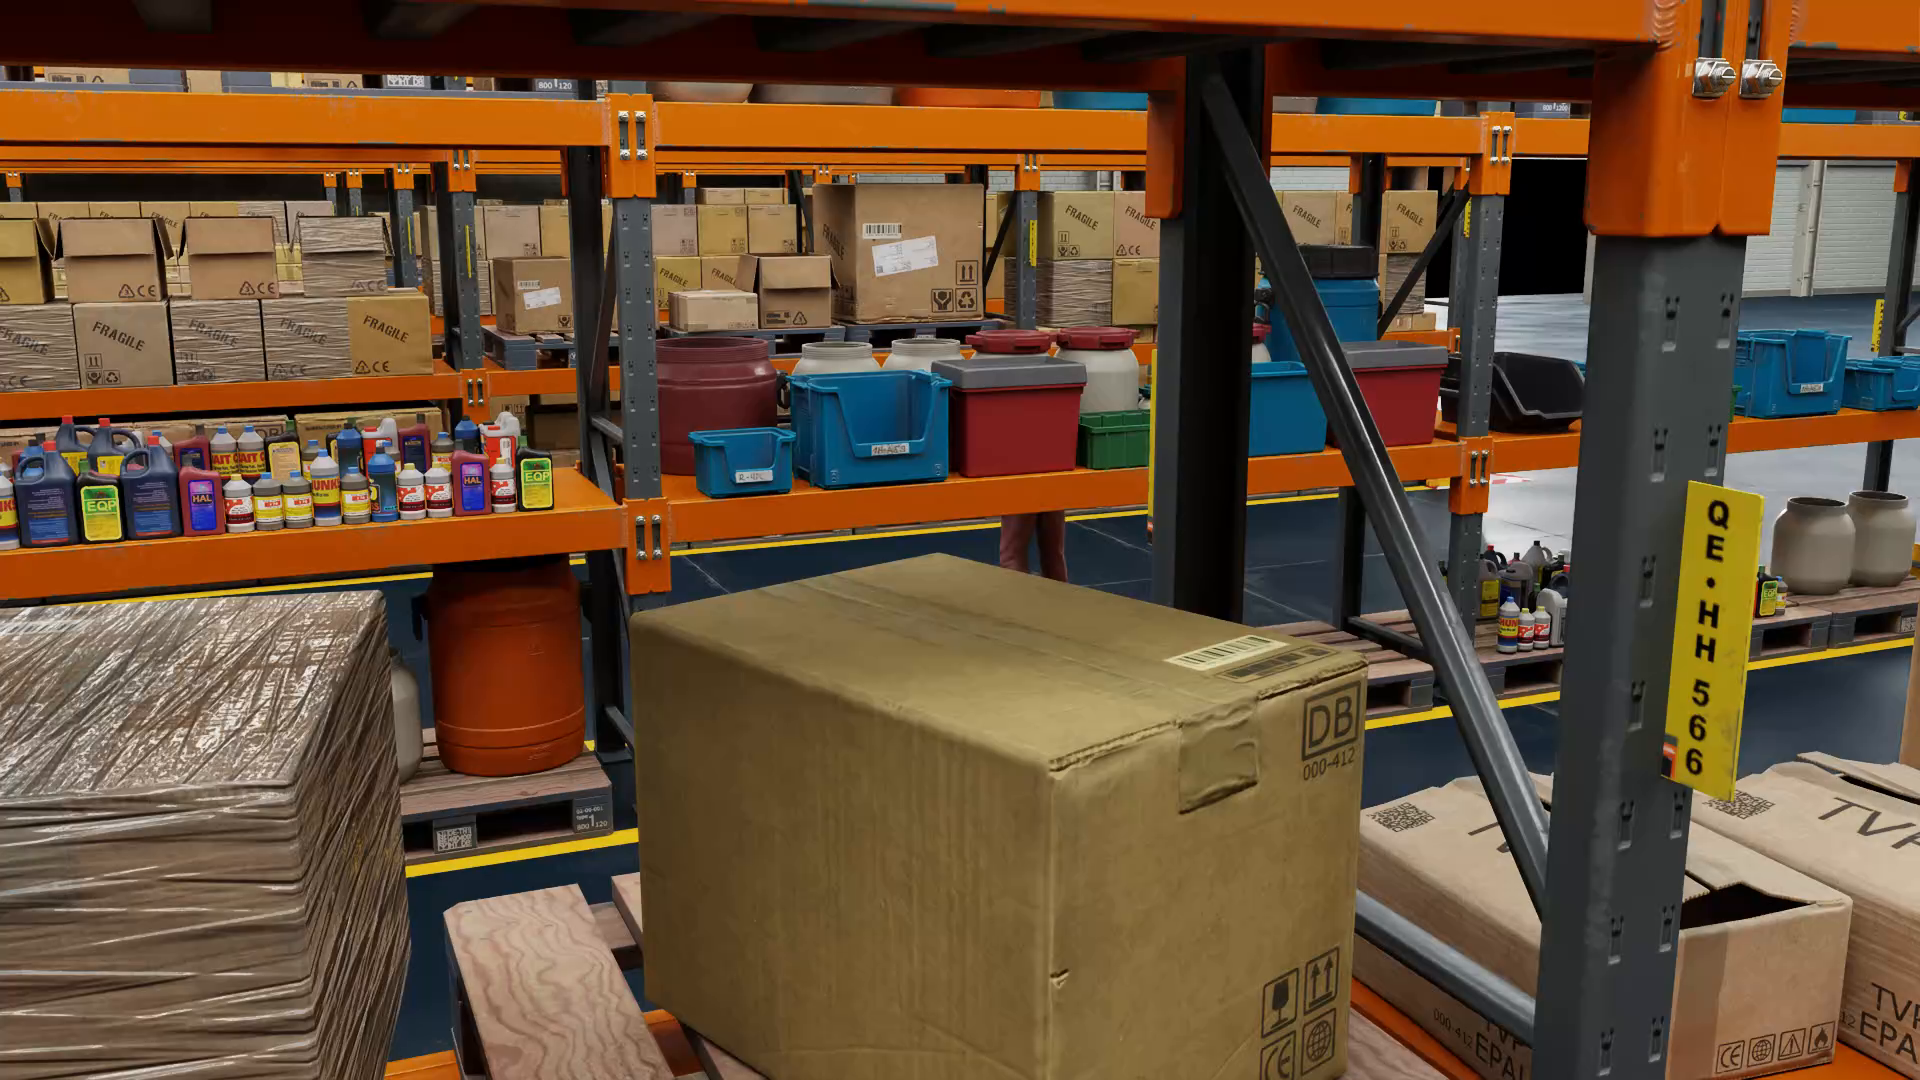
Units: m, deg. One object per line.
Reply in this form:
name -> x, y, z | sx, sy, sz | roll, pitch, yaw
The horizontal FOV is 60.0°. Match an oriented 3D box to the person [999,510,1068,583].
person -> 0.399, -0.252, 9.141 | 0.499, 1.673, 0.354 | -5, 13, -23
